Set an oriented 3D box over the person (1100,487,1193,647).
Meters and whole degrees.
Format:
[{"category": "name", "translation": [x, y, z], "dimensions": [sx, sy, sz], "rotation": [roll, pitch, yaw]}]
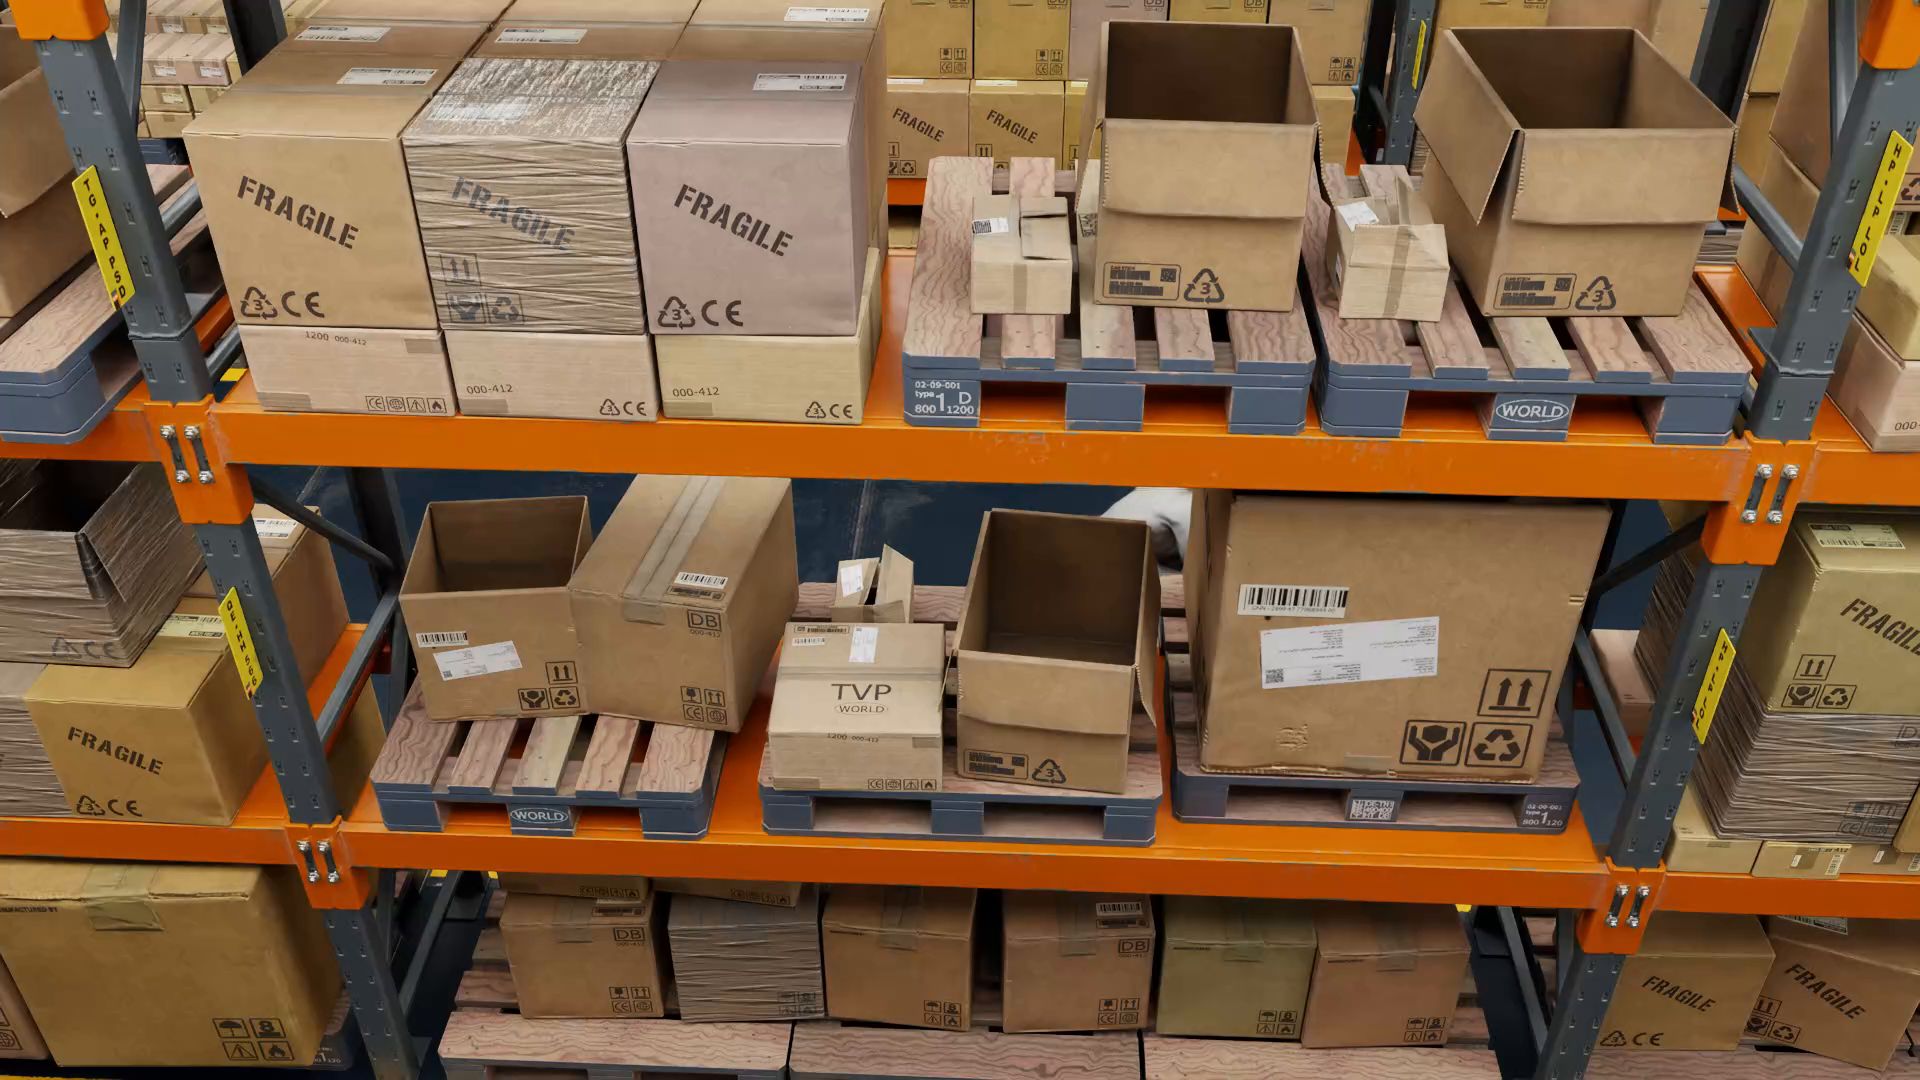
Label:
[{"category": "person", "translation": [0.943, 0.053, 7.700], "dimensions": [0.793, 0.913, 0.491], "rotation": [1, 36, 2]}]
